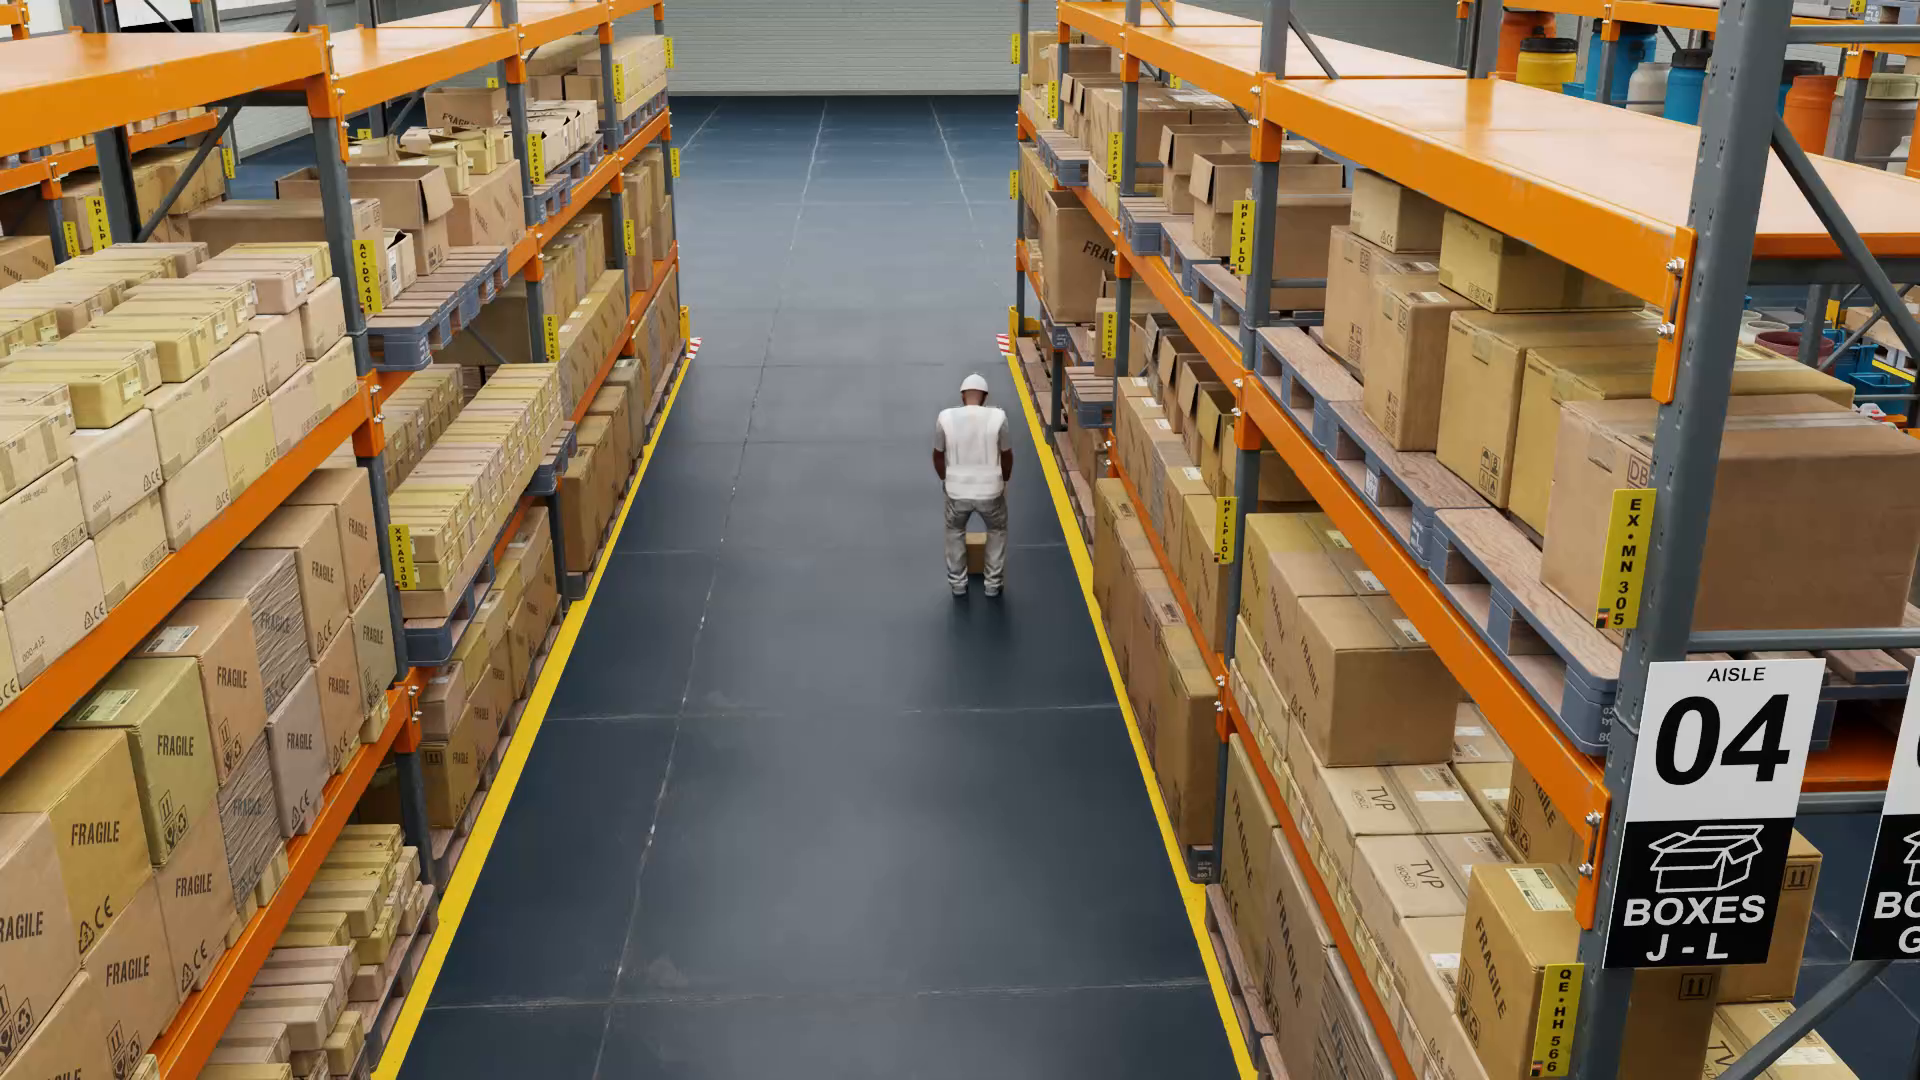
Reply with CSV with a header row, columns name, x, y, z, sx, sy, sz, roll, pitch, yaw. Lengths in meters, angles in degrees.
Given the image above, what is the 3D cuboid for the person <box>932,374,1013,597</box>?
name,x,y,z,sx,sy,sz,roll,pitch,yaw
person,0.088,-0.395,12.354,0.598,1.624,0.606,3,20,7
